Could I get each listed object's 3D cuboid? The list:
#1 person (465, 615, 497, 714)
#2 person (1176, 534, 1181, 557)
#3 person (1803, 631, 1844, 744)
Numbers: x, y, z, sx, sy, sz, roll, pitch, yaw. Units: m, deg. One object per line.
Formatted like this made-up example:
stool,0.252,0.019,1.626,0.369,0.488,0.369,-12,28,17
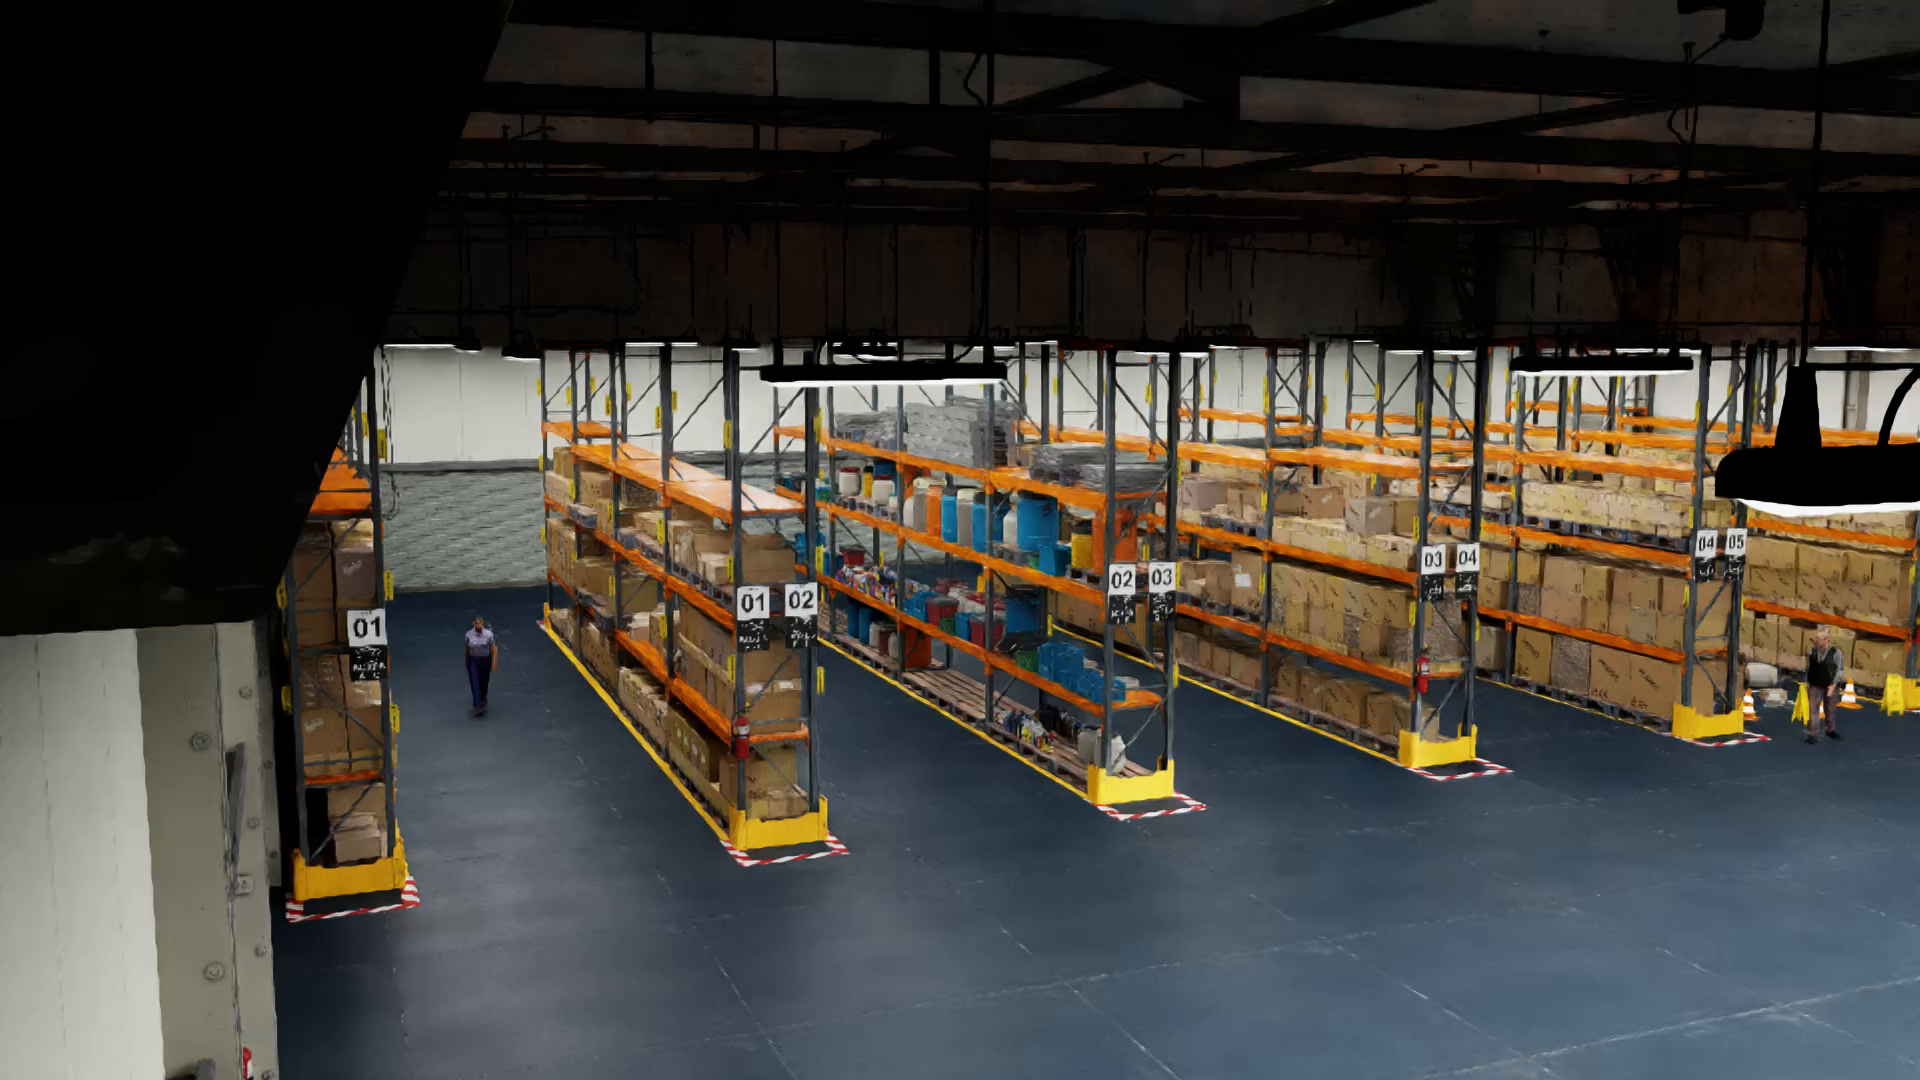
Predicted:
person,-7.856,1.998,27.290,0.493,1.589,1.000,-3,8,-23
person,4.889,0.658,37.583,0.426,1.617,0.438,-1,8,-9
person,13.097,2.217,25.213,0.555,1.718,0.700,6,10,40
